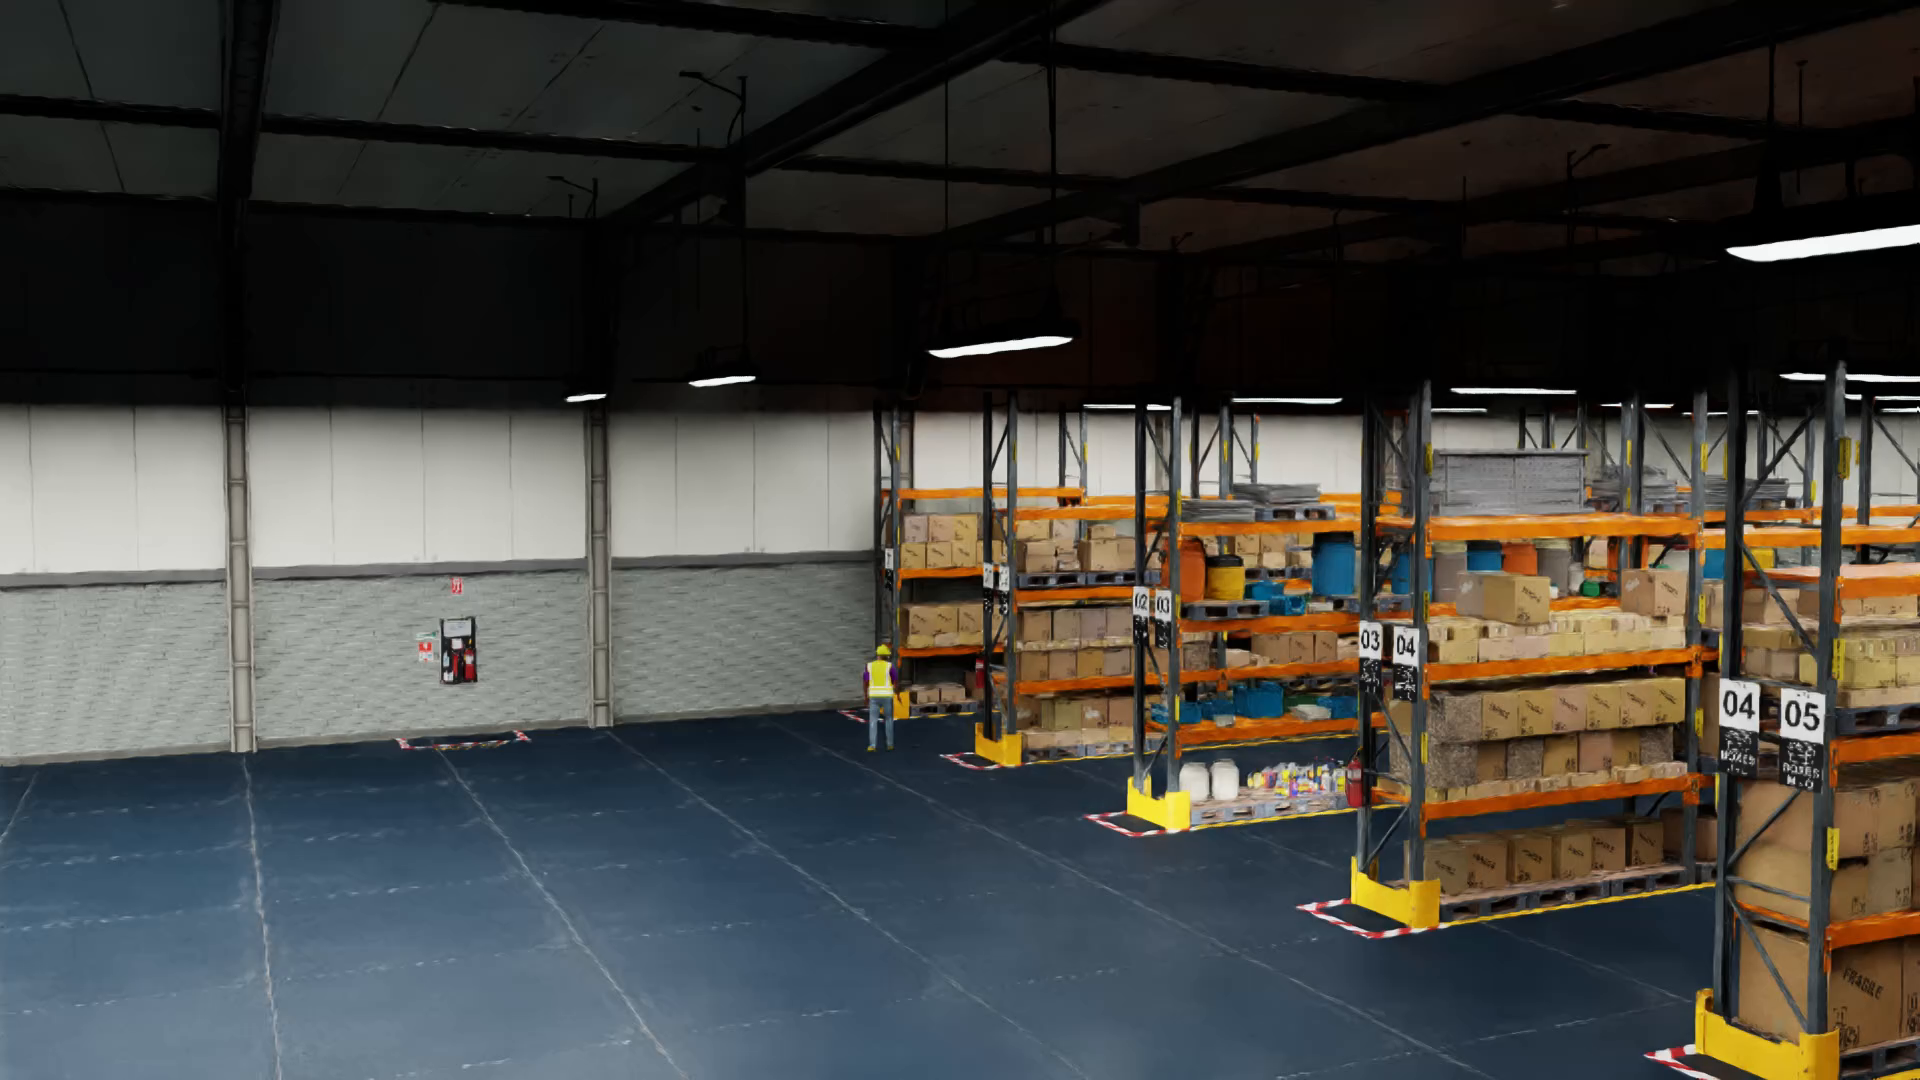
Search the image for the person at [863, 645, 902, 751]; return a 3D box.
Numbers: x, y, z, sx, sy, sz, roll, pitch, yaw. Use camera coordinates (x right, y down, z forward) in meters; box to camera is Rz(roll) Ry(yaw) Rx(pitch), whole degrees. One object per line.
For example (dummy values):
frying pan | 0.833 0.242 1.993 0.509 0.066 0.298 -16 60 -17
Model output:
person | -1.299 2.645 27.908 0.661 1.761 0.415 0 3 6
